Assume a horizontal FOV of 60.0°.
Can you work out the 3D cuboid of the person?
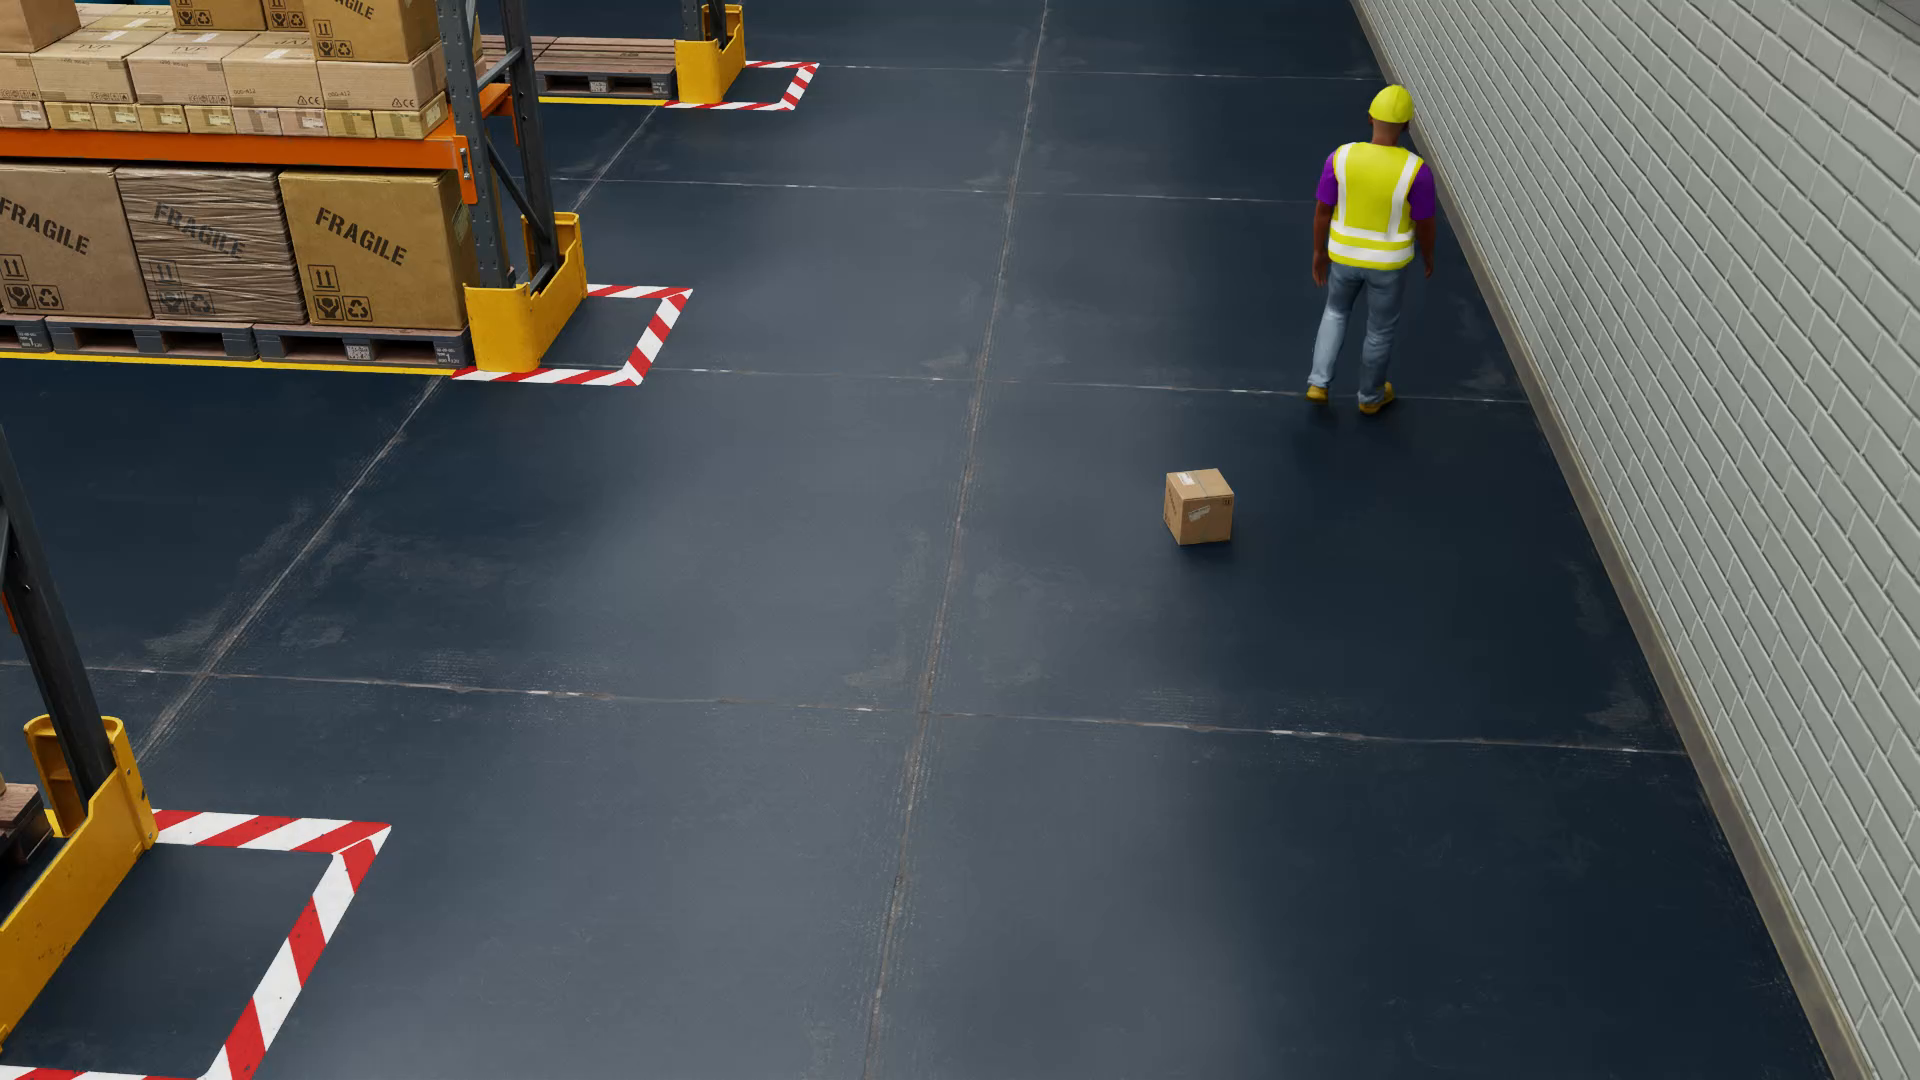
[{"bbox_3d":[2.103,-1.452,8.427,0.592,1.767,0.544,16,35,25],"label":"person"}]
